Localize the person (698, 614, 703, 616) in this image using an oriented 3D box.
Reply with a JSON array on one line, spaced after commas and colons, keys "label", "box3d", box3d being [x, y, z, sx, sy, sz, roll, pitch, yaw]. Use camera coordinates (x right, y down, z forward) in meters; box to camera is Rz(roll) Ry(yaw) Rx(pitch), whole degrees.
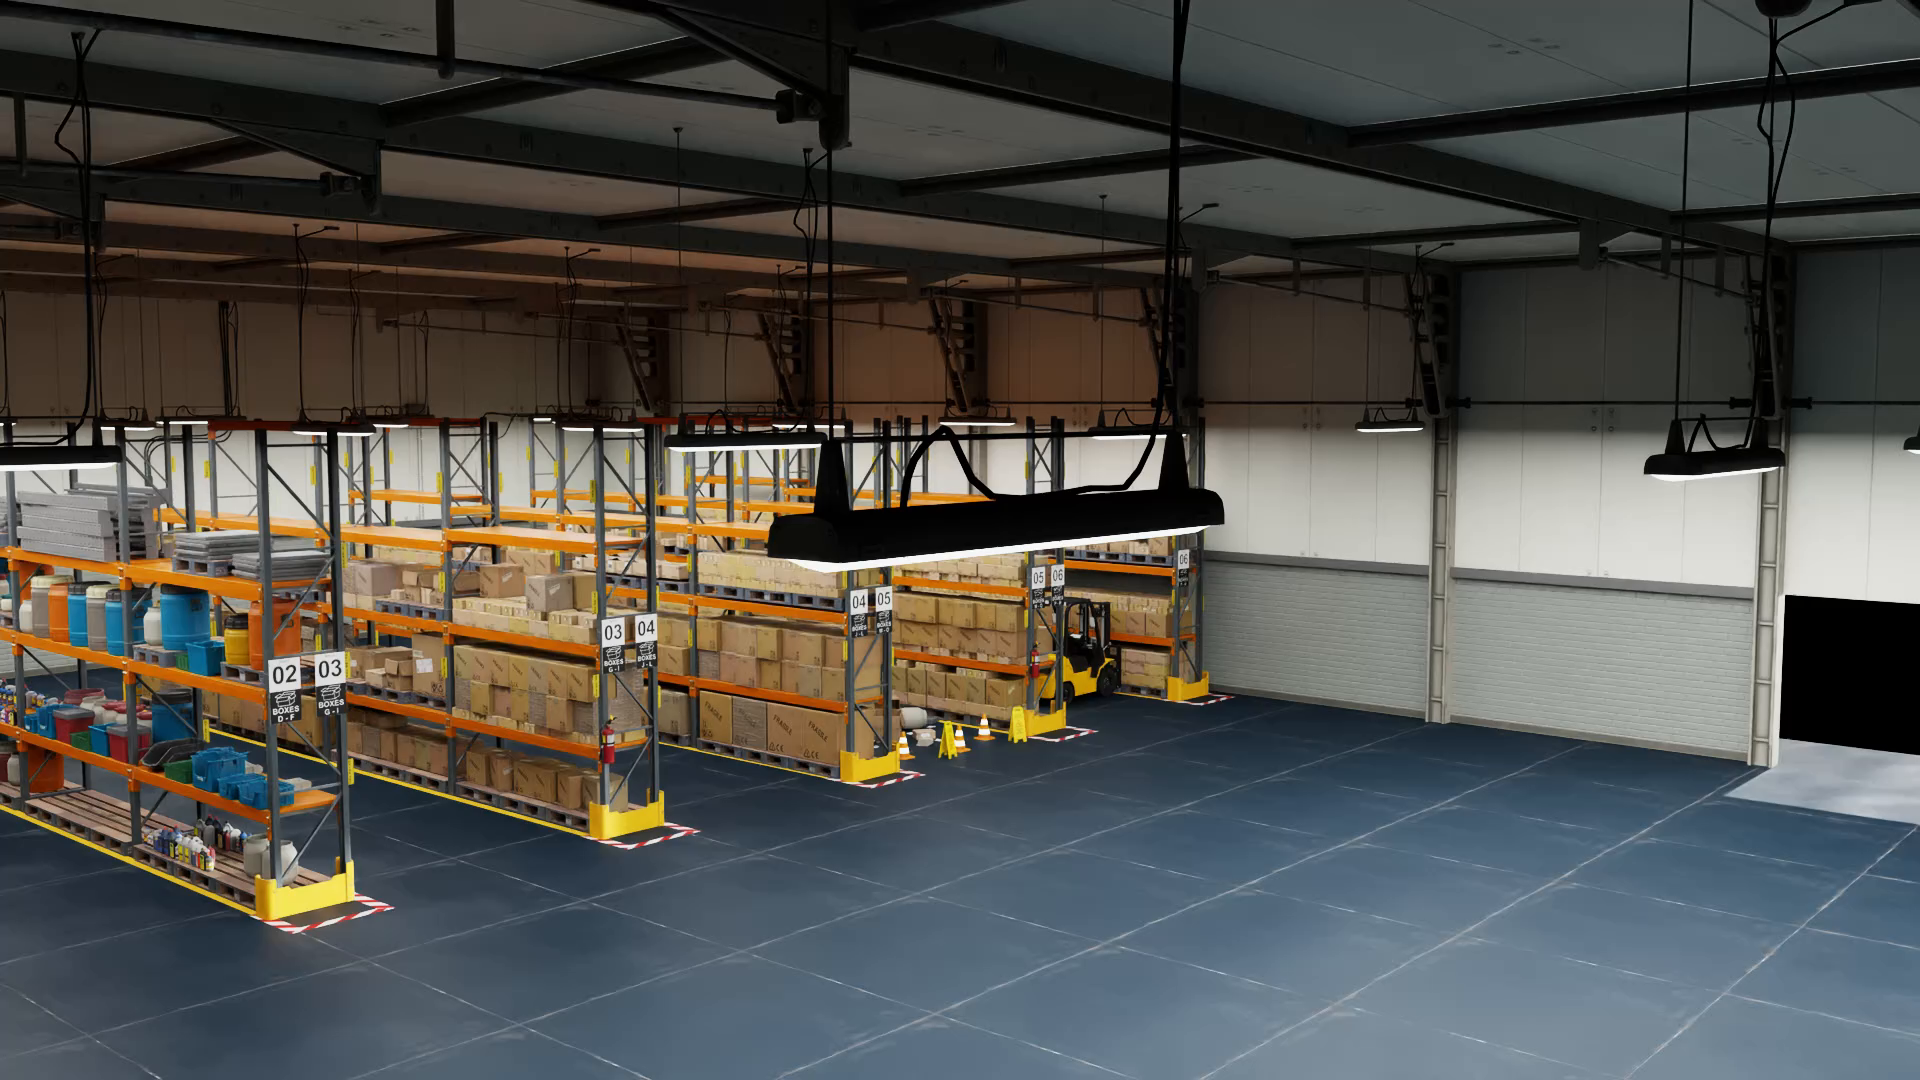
[{"label": "person", "box3d": [-5.669, 2.462, 36.121, 0.429, 1.719, 0.575, 3, 6, 33]}]
